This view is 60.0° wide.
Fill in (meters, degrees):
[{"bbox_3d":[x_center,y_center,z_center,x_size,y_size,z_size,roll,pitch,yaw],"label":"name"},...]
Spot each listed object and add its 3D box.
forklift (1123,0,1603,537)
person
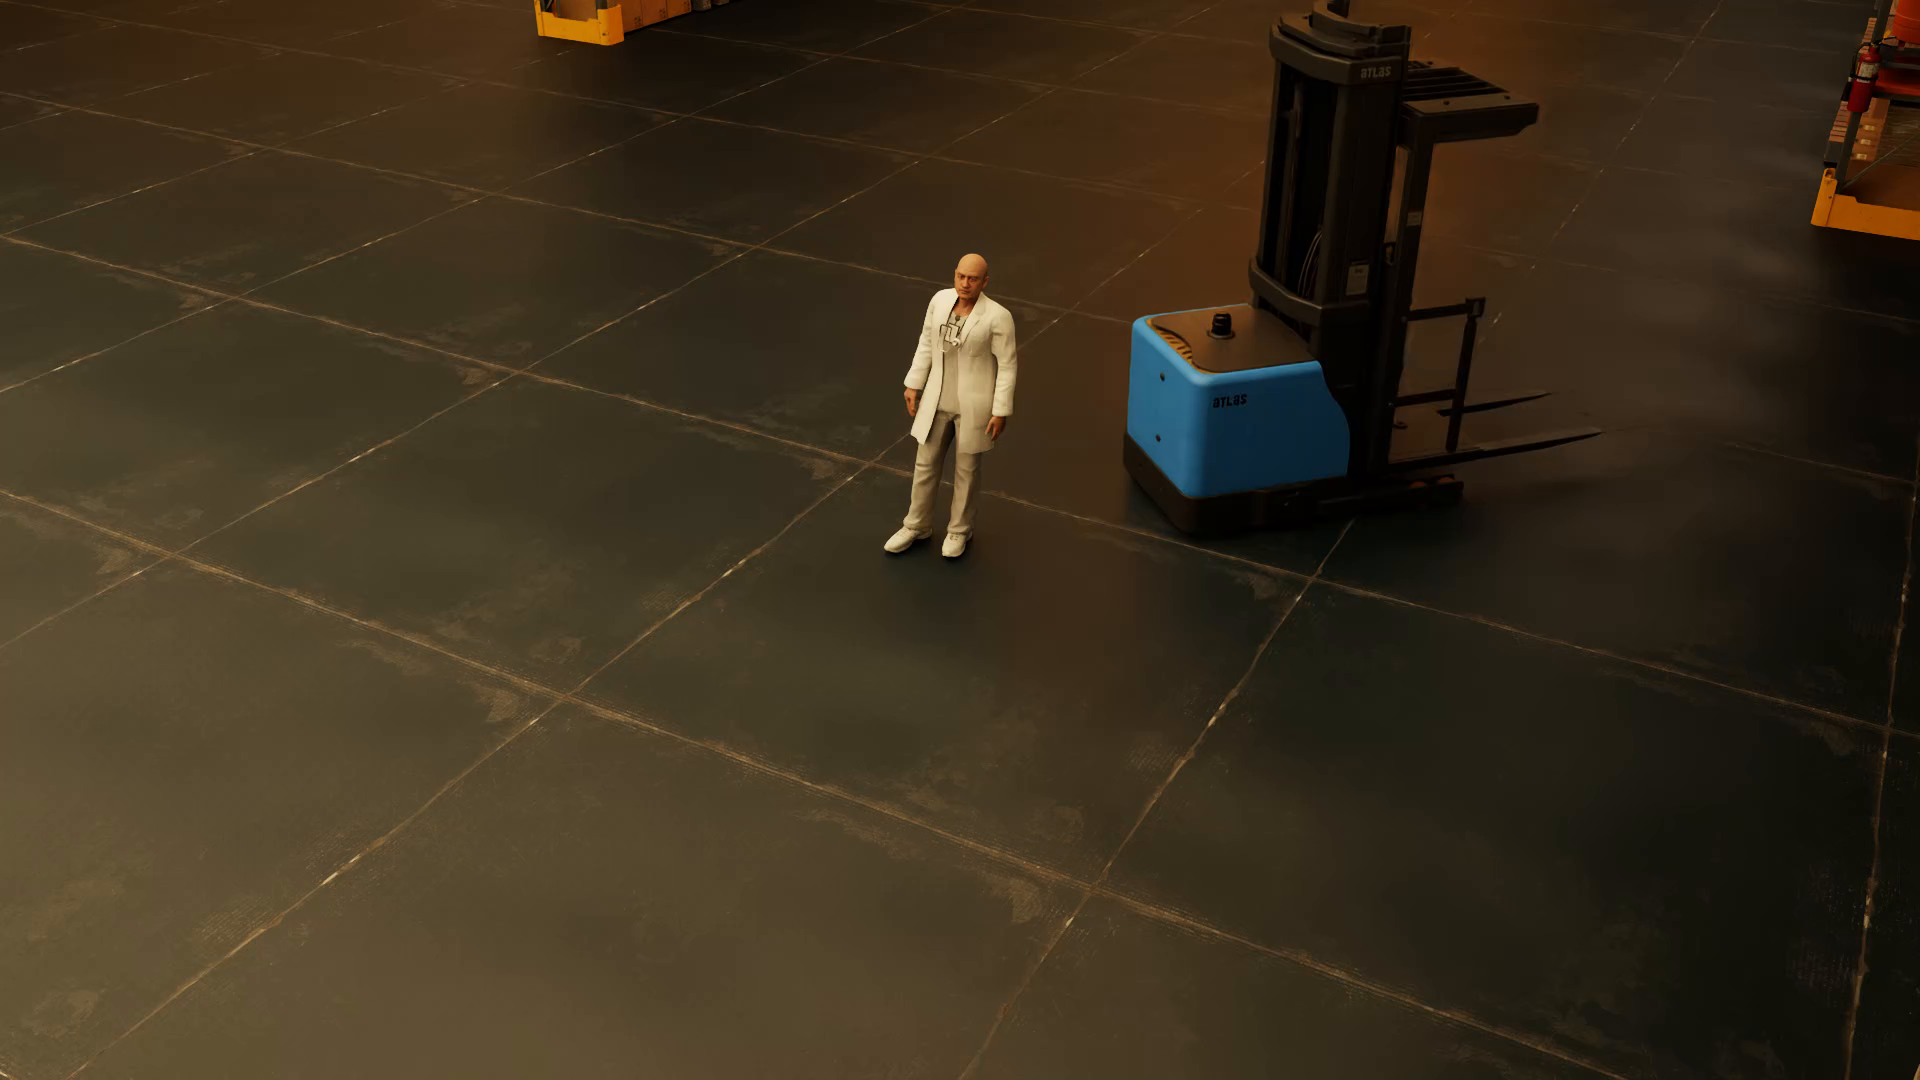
[{"bbox_3d":[2.622,-1.709,10.031,3.031,2.935,1.130,-9,31,-15],"label":"forklift"},{"bbox_3d":[-0.047,-0.737,9.487,0.698,1.779,0.577,15,33,25],"label":"person"}]
